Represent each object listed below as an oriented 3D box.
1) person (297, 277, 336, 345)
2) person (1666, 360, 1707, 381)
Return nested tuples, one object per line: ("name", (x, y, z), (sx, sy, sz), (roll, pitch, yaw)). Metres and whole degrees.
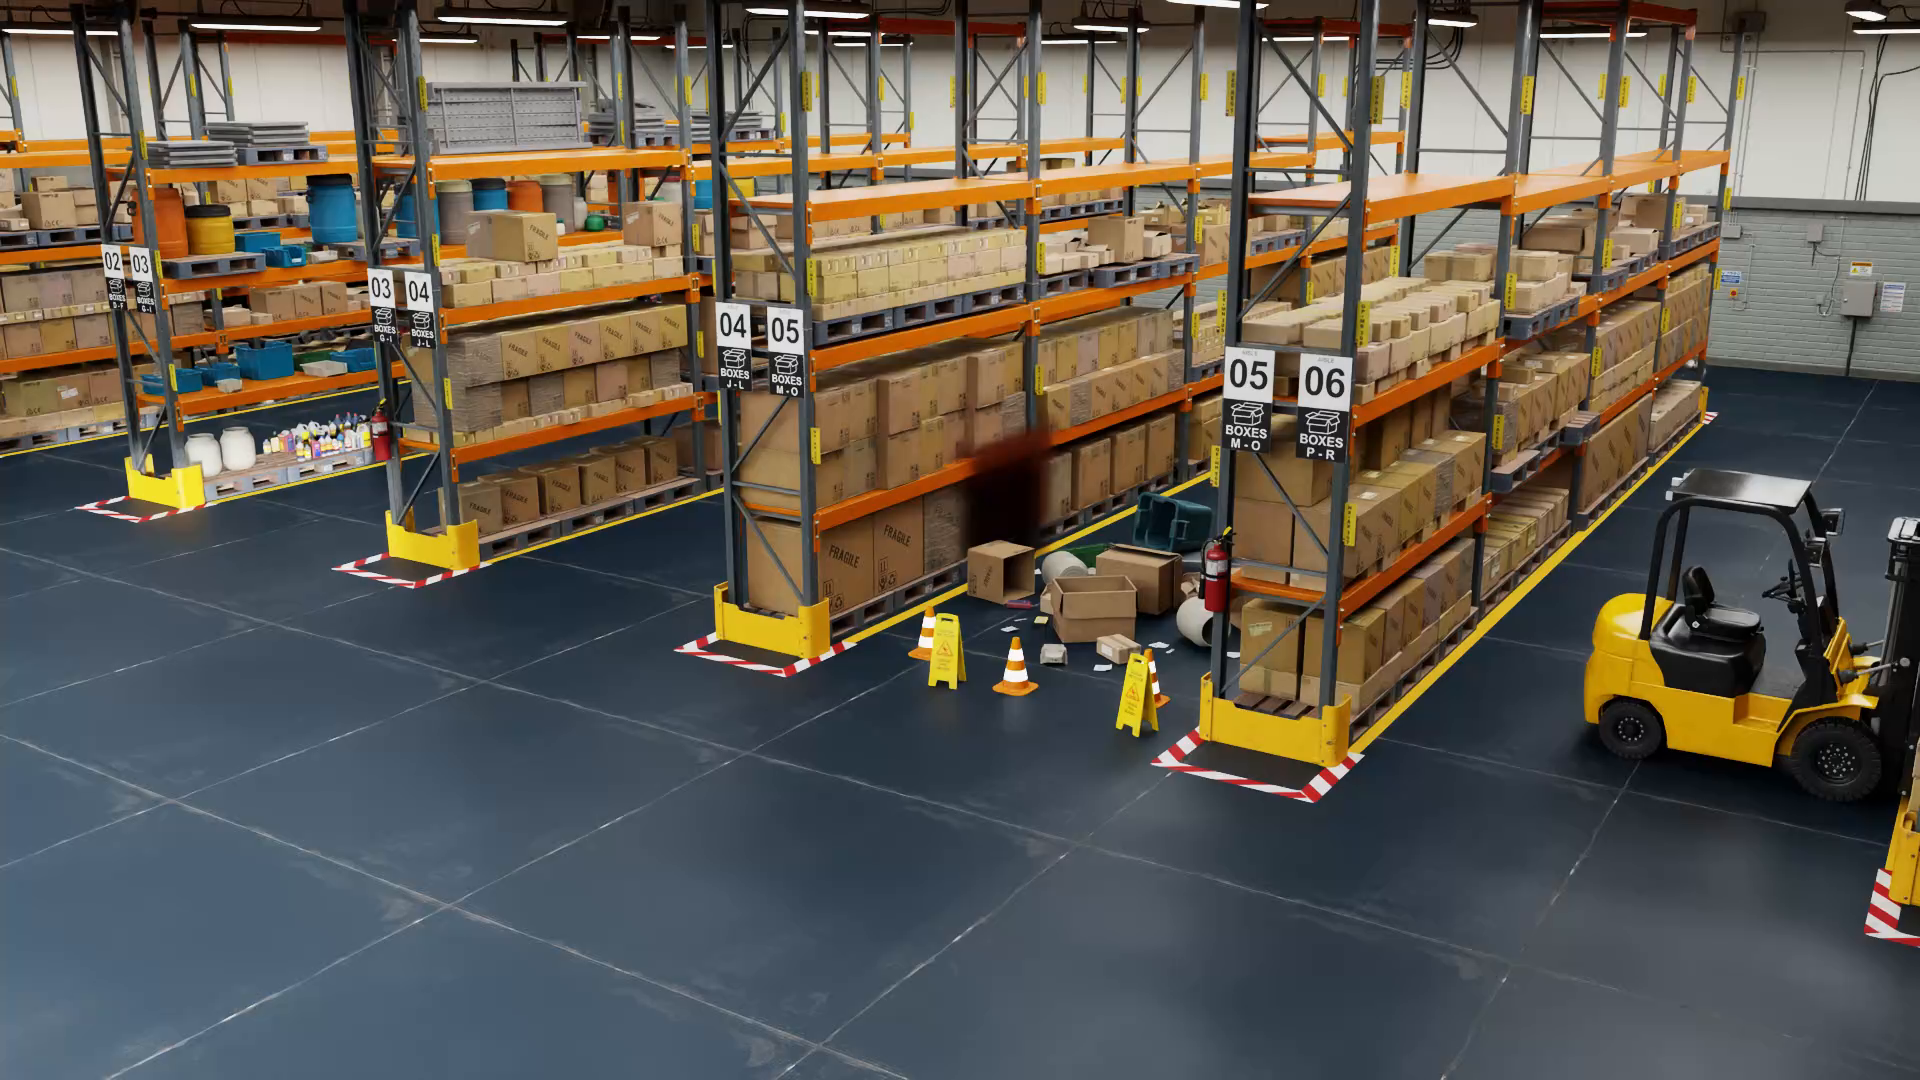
("person", (-12.100, -4.222, 31.192), (0.735, 1.770, 0.945), (6, 17, 20))
("person", (12.340, -3.459, 28.374), (0.929, 1.755, 0.524), (3, 16, 12))
